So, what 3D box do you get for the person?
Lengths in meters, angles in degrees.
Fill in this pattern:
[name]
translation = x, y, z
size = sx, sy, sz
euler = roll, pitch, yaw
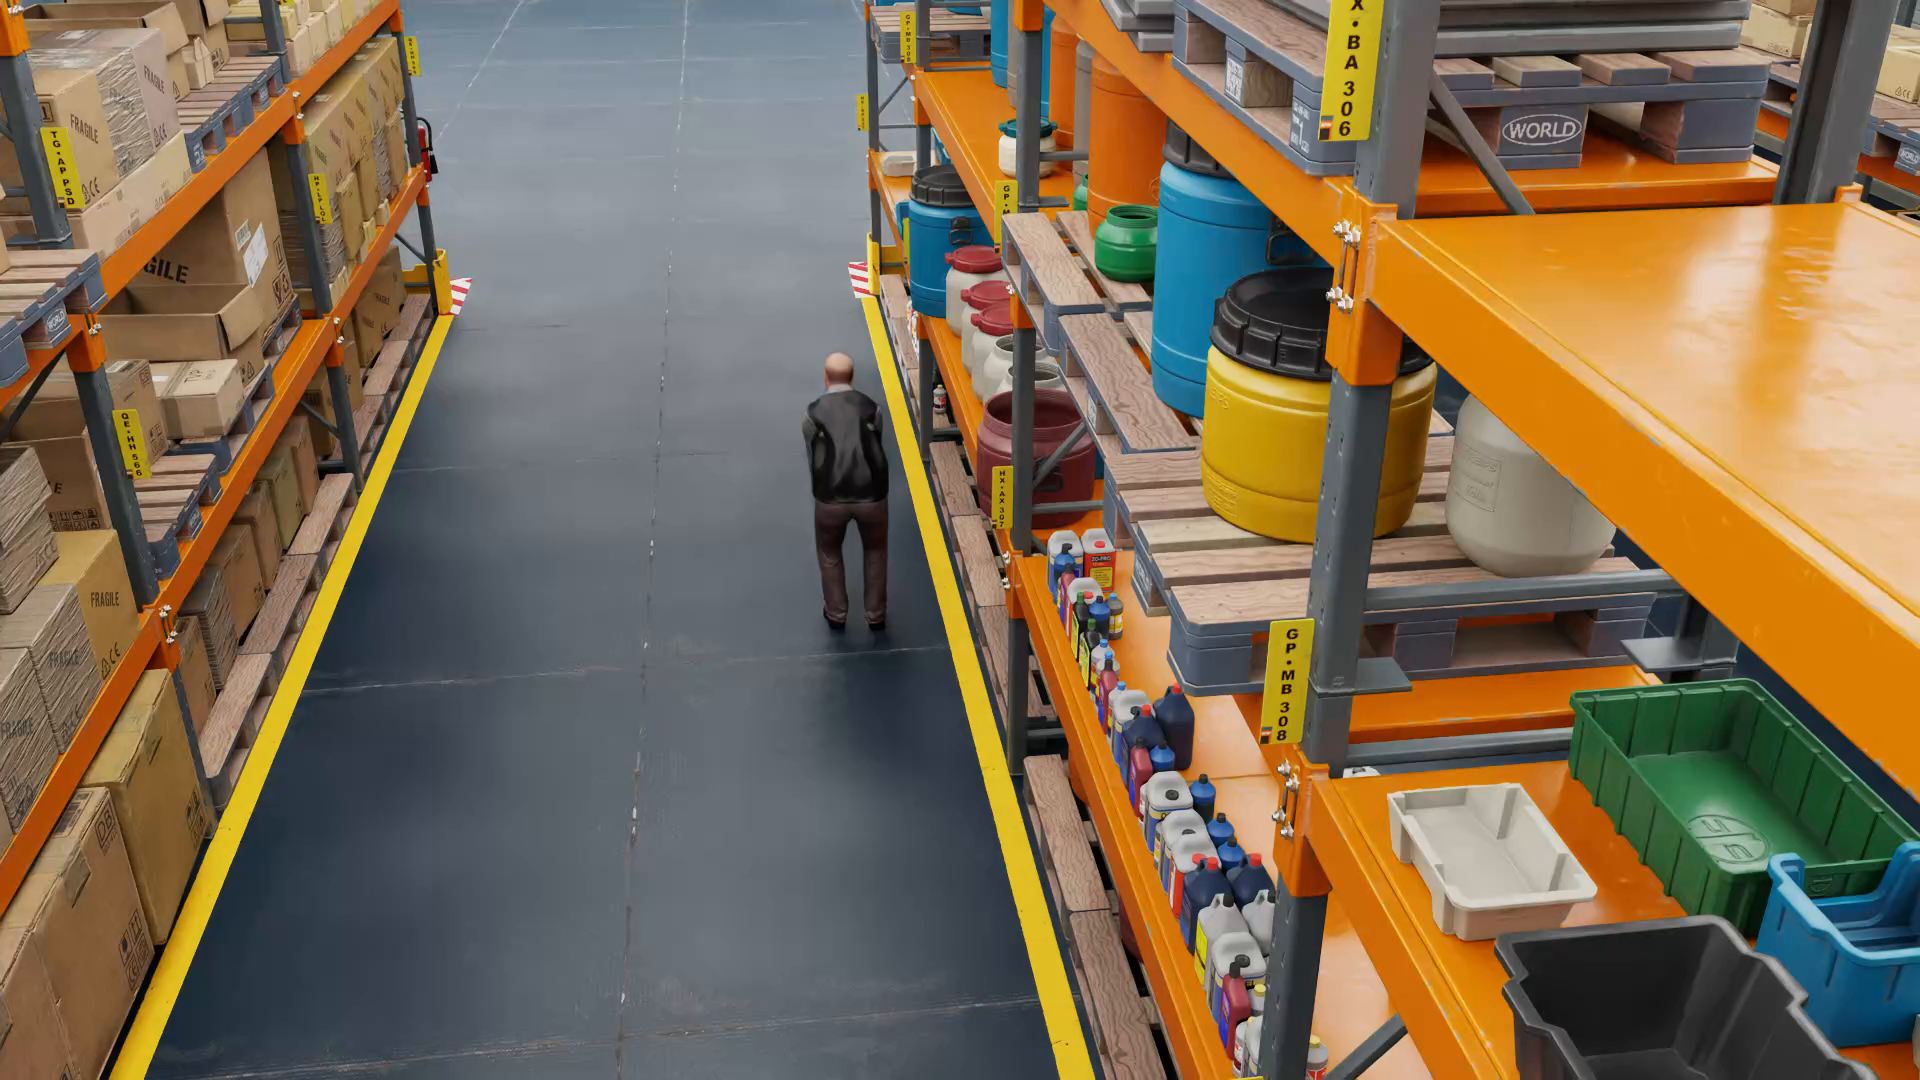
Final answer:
[person]
translation = -0.665, -0.293, 9.713
size = 0.495, 1.721, 0.554
euler = -4, 27, -8
